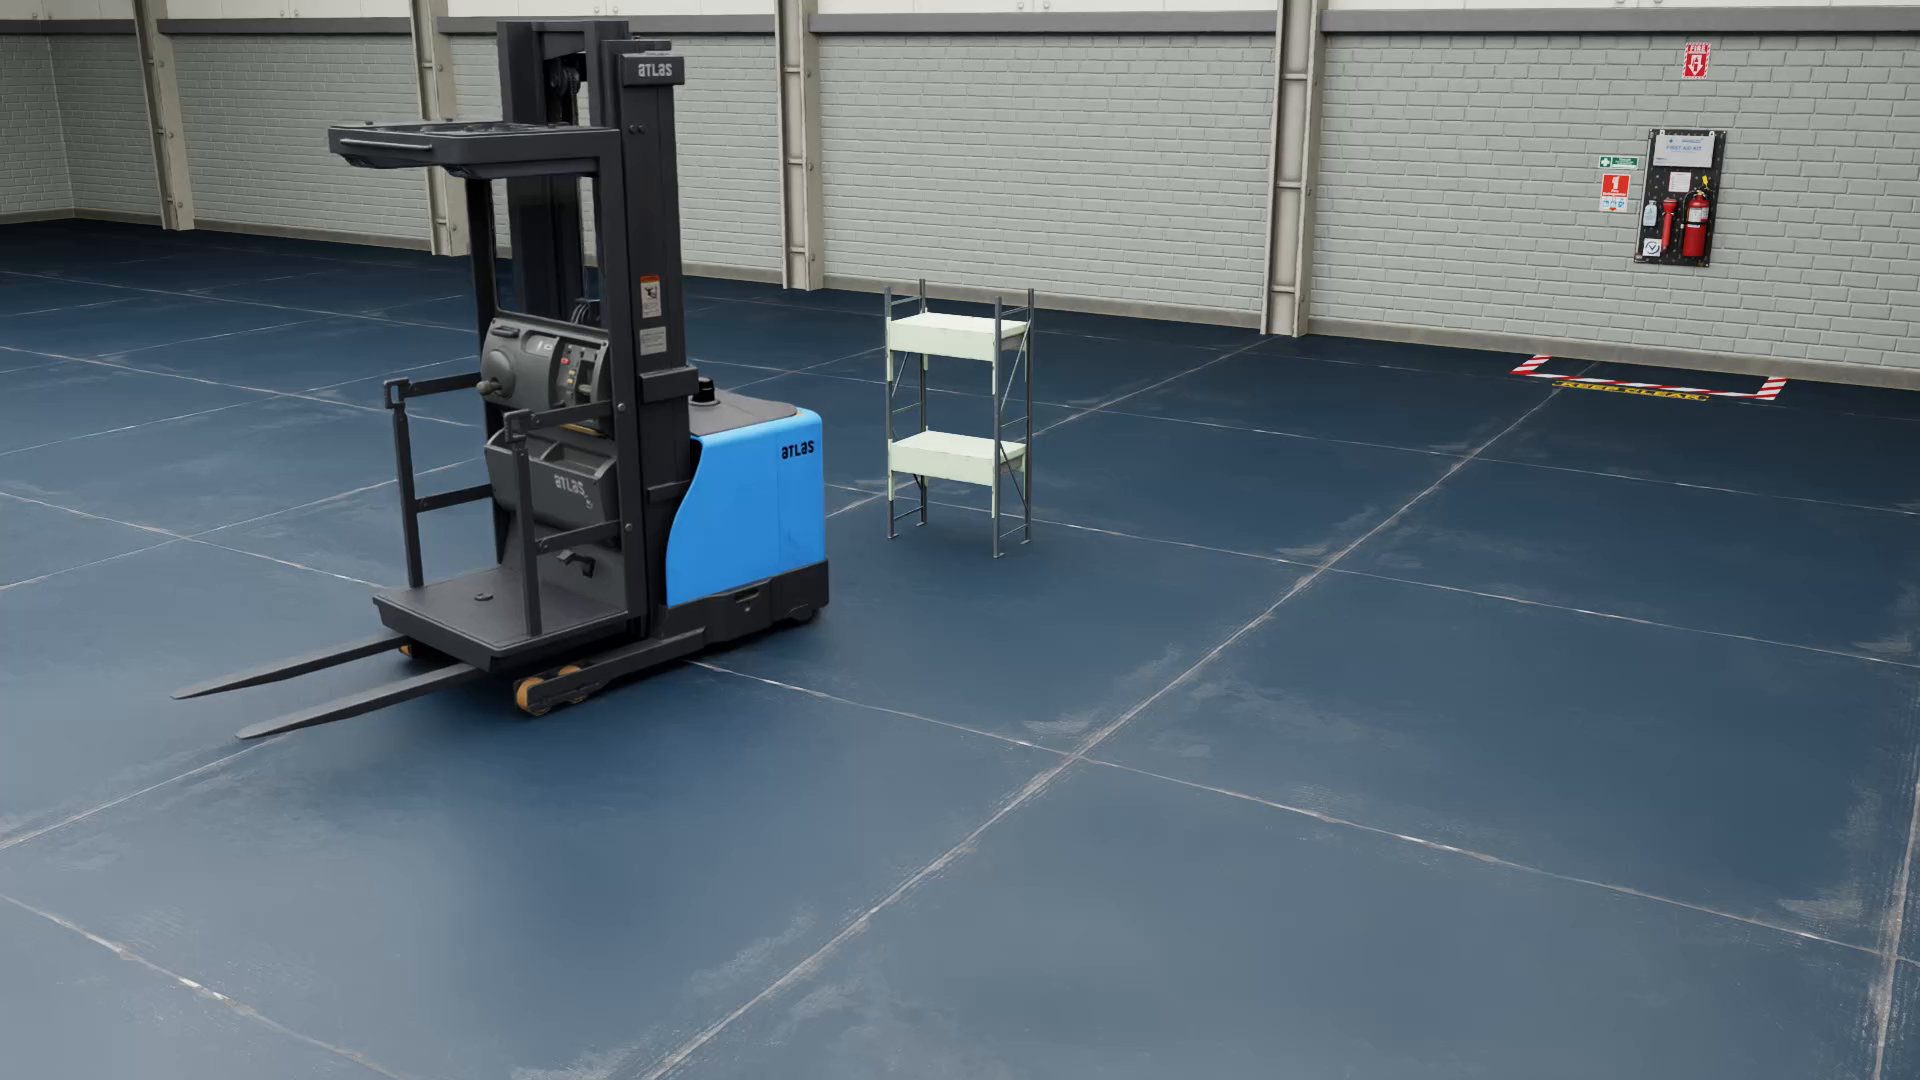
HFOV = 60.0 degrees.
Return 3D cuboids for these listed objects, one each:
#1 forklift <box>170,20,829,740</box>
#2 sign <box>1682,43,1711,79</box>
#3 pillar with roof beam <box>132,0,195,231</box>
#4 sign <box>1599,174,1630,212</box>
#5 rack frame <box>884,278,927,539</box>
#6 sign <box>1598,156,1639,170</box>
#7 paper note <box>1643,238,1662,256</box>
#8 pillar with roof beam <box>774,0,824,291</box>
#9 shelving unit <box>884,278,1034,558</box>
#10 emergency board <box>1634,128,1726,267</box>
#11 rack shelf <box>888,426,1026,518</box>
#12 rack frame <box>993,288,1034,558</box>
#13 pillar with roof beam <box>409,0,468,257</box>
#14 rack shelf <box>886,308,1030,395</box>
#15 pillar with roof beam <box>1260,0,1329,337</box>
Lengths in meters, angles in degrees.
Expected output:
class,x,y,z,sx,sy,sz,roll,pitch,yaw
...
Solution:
class,x,y,z,sx,sy,sz,roll,pitch,yaw
forklift,-2.044,-0.795,7.457,1.130,2.935,3.031,15,22,41
sign,6.332,-4.122,14.300,0.199,0.298,0.001,10,20,30
pillar with roof beam,-14.331,-8.056,20.919,0.400,9.000,9.100,10,20,30
sign,5.869,-3.113,14.908,0.234,0.329,0.001,10,20,30
rack frame,-0.318,-0.774,9.850,0.023,1.500,0.400,10,20,30
sign,5.869,-3.364,14.821,0.331,0.109,0.001,10,20,30
paper note,6.172,-2.609,14.825,0.142,0.148,0.016,10,20,30
pillar with roof beam,-4.106,-6.231,14.910,0.400,9.000,9.100,10,20,30
shelving unit,-0.006,-0.719,9.667,0.755,1.500,0.431,10,20,30
emergency board,6.287,-2.986,14.552,0.643,1.169,0.194,10,20,30
rack shelf,-0.006,-0.407,9.761,0.720,0.370,0.431,10,20,30
rack frame,0.306,-0.663,9.483,0.023,1.500,0.400,10,20,30
pillar with roof beam,-9.219,-7.143,17.915,0.400,9.000,9.100,10,20,30
rack shelf,-0.006,-1.092,9.553,0.720,0.370,0.431,10,20,30
pillar with roof beam,1.007,-5.318,11.906,0.400,9.000,9.100,10,20,30
